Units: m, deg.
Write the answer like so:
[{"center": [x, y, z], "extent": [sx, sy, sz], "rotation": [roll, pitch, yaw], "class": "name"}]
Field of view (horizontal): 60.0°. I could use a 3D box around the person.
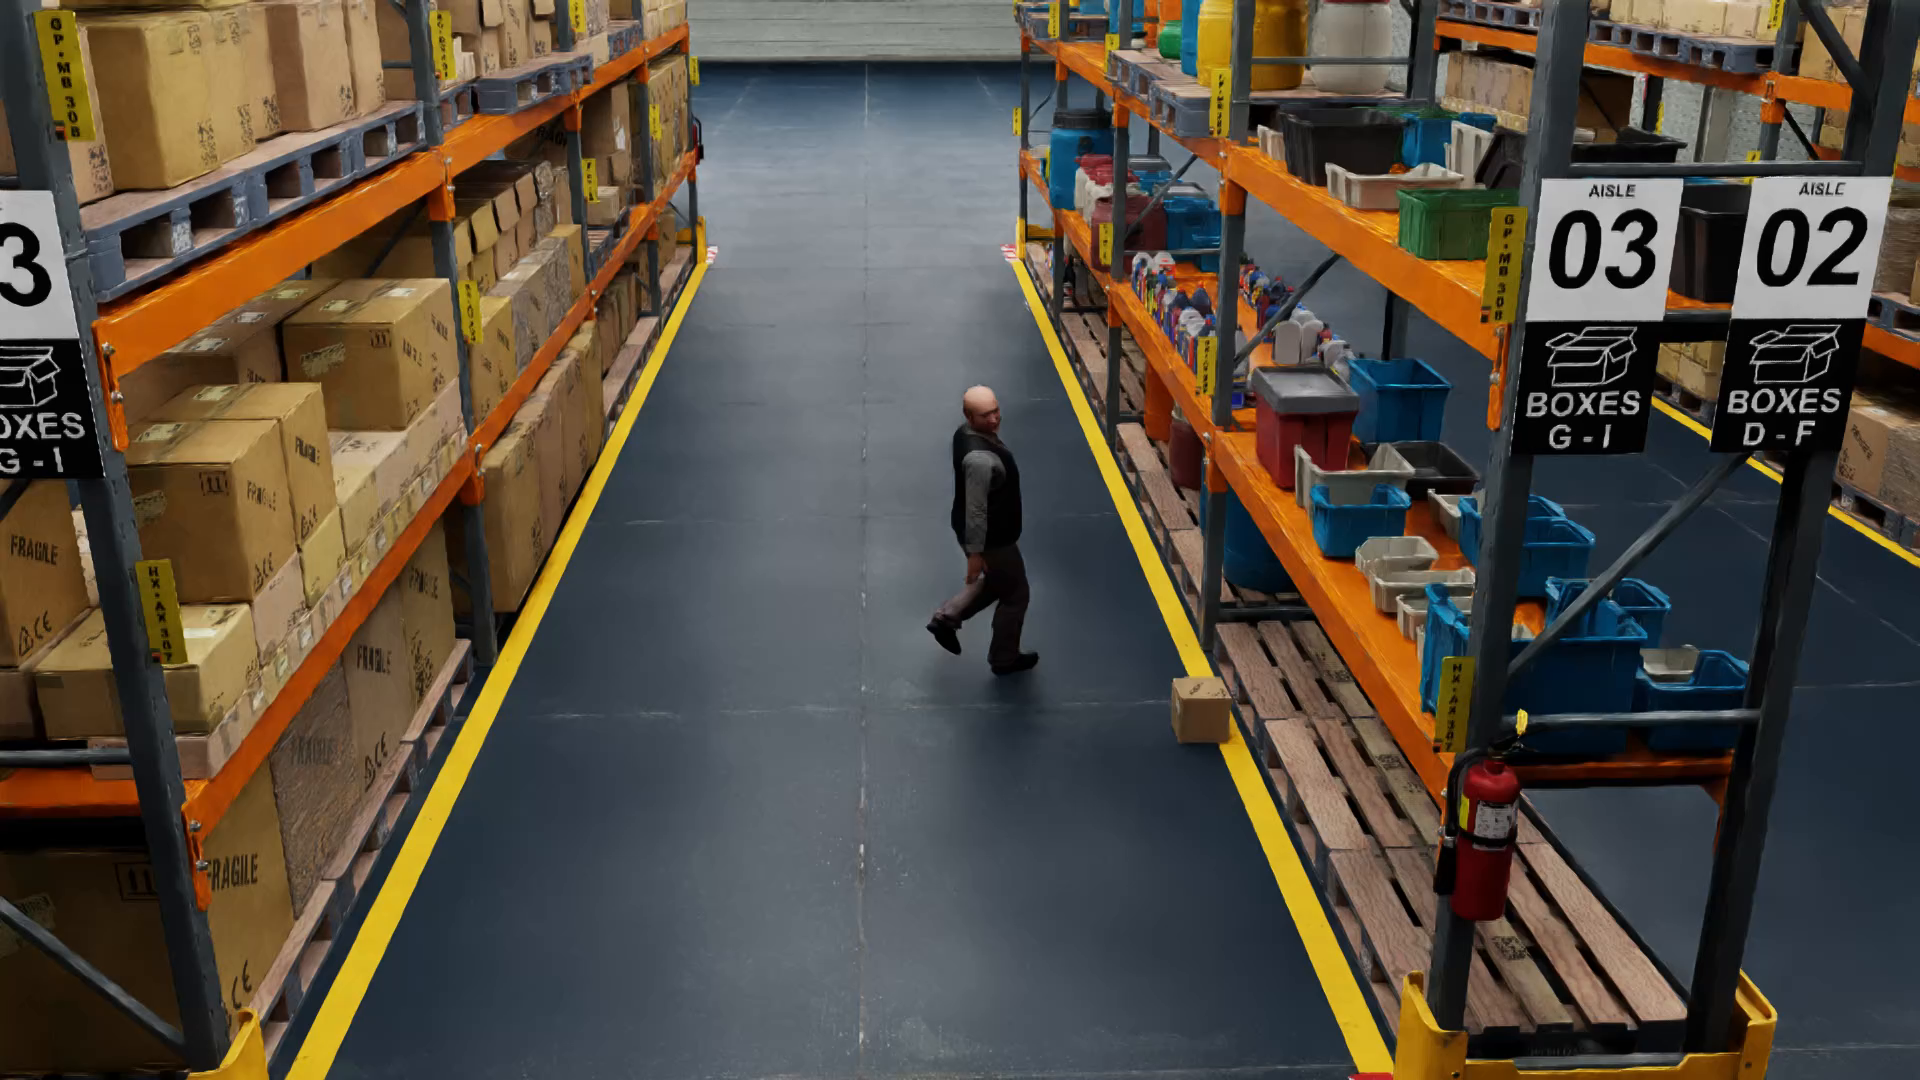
[{"center": [0.167, -0.022, 8.737], "extent": [0.636, 1.681, 0.580], "rotation": [-4, 21, -12], "class": "person"}]
